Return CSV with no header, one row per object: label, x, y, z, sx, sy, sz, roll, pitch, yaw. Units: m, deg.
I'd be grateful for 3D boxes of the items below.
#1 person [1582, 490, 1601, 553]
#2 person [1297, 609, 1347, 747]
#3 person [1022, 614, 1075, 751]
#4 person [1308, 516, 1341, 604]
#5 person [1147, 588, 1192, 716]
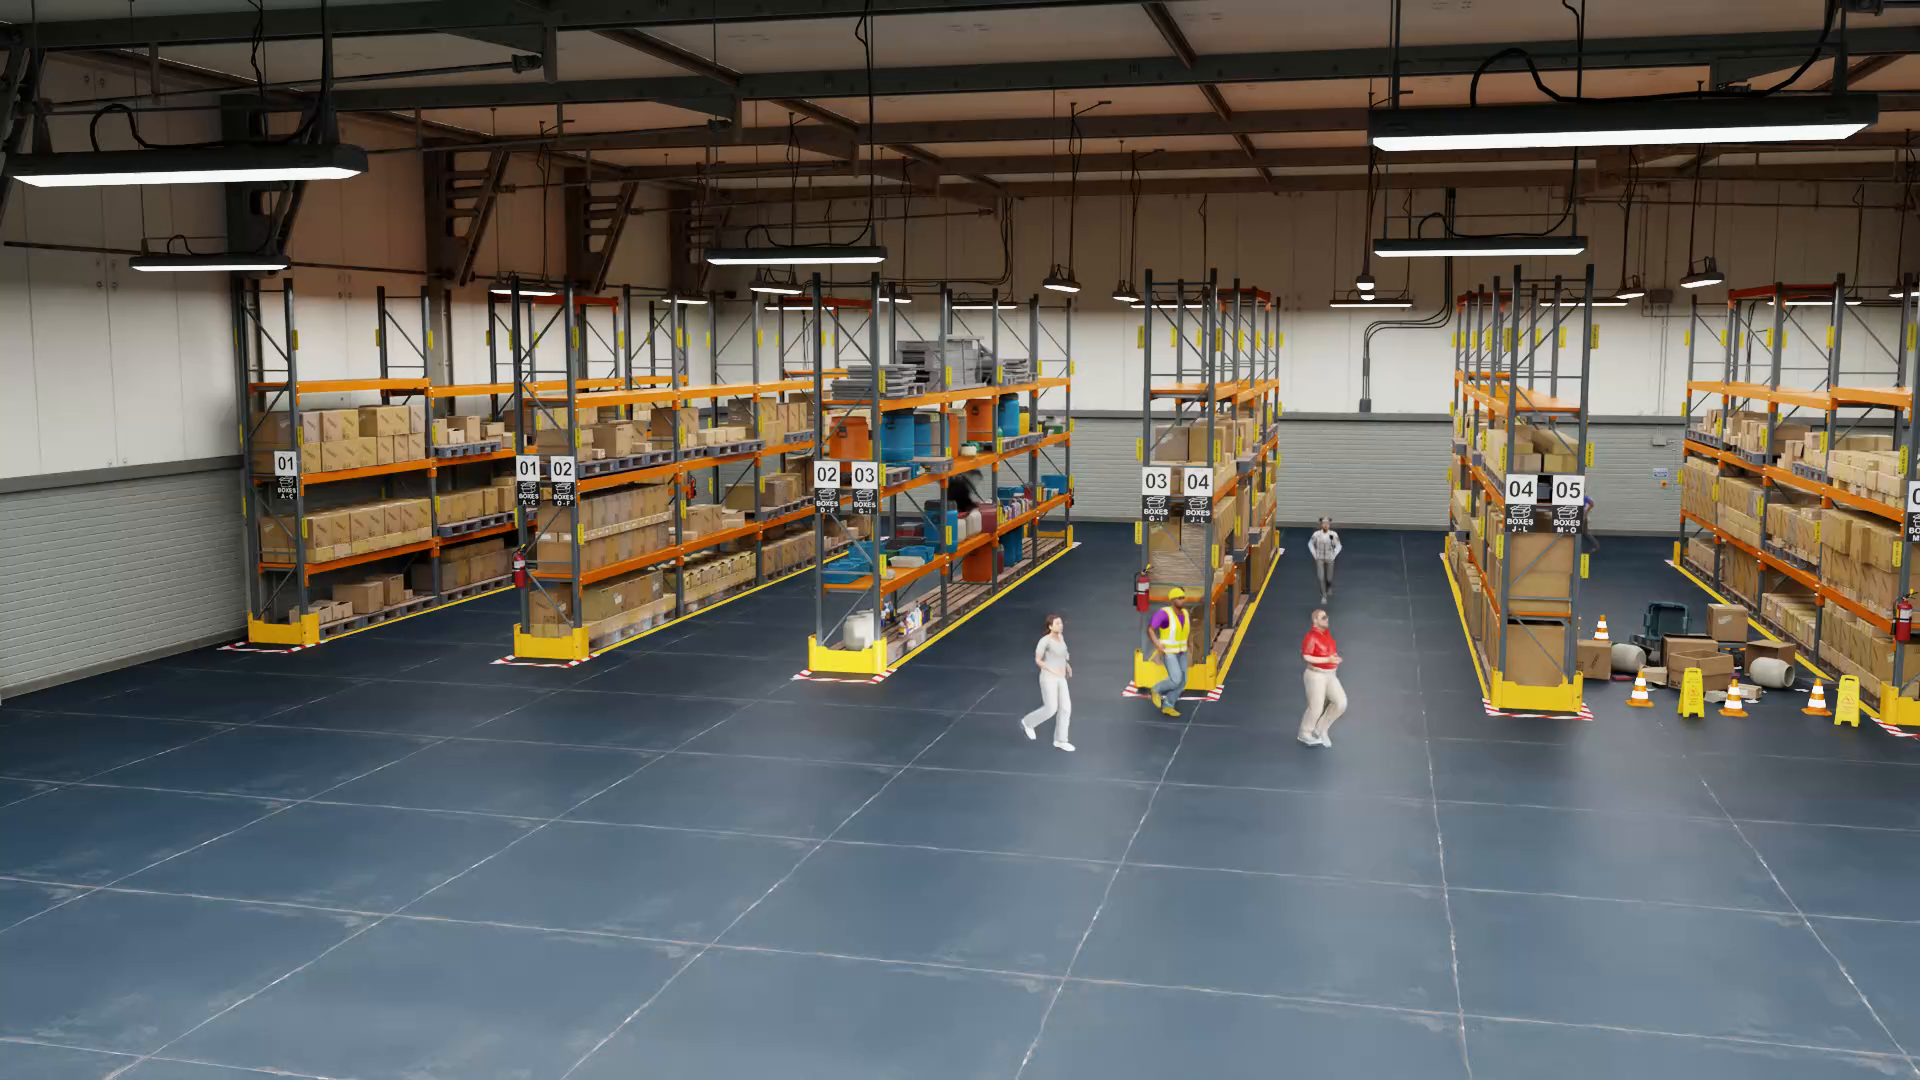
person,14.495,-0.397,38.718,0.889,1.601,0.587,2,7,14
person,4.473,1.722,20.441,0.626,1.736,0.671,-6,9,-42
person,1.122,1.733,20.536,0.771,1.668,0.590,6,9,43
person,6.983,0.365,31.884,0.632,1.673,0.595,2,7,13
person,2.833,1.494,22.265,0.701,1.733,0.556,-5,8,-36
